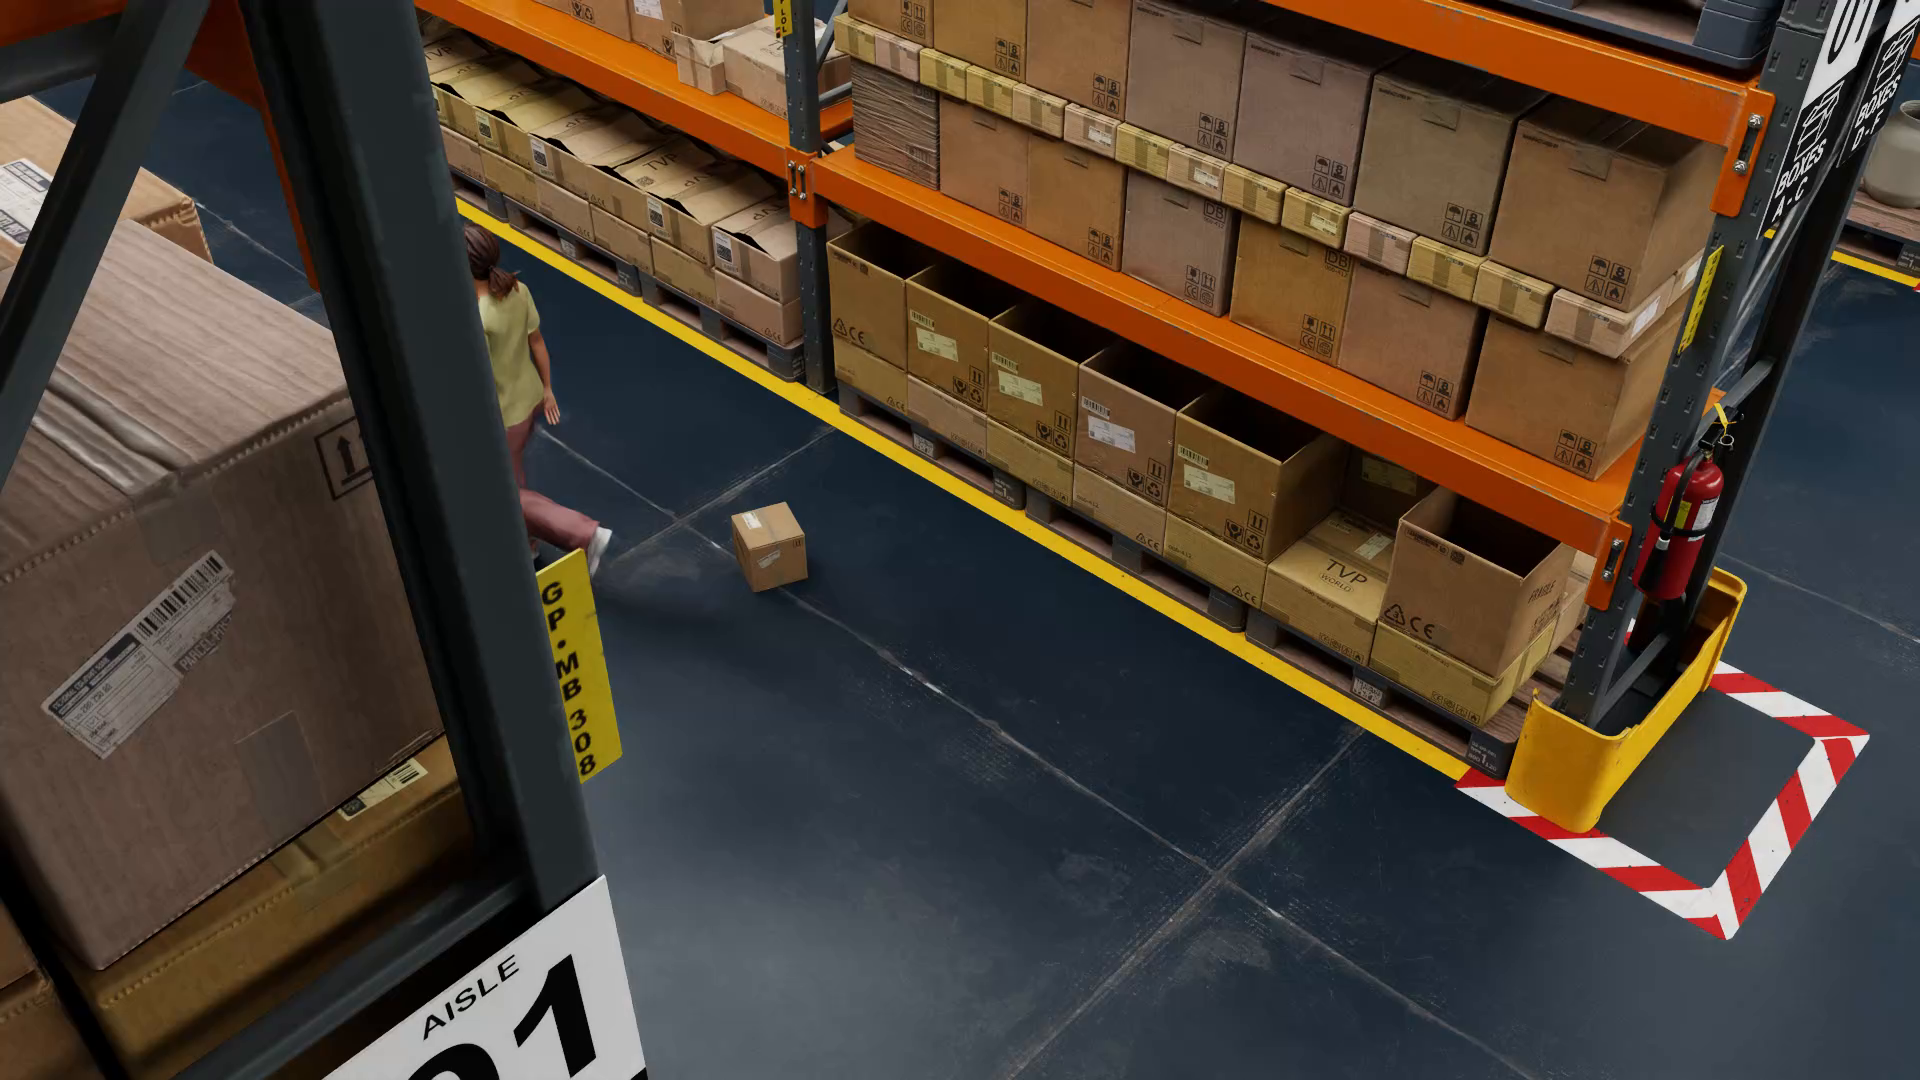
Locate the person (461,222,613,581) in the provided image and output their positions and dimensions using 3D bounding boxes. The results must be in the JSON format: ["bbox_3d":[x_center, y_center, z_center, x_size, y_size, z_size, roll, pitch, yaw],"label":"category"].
[{"bbox_3d":[-1.800,-0.524,6.765,0.749,1.646,0.451,10,41,12],"label":"person"}]
